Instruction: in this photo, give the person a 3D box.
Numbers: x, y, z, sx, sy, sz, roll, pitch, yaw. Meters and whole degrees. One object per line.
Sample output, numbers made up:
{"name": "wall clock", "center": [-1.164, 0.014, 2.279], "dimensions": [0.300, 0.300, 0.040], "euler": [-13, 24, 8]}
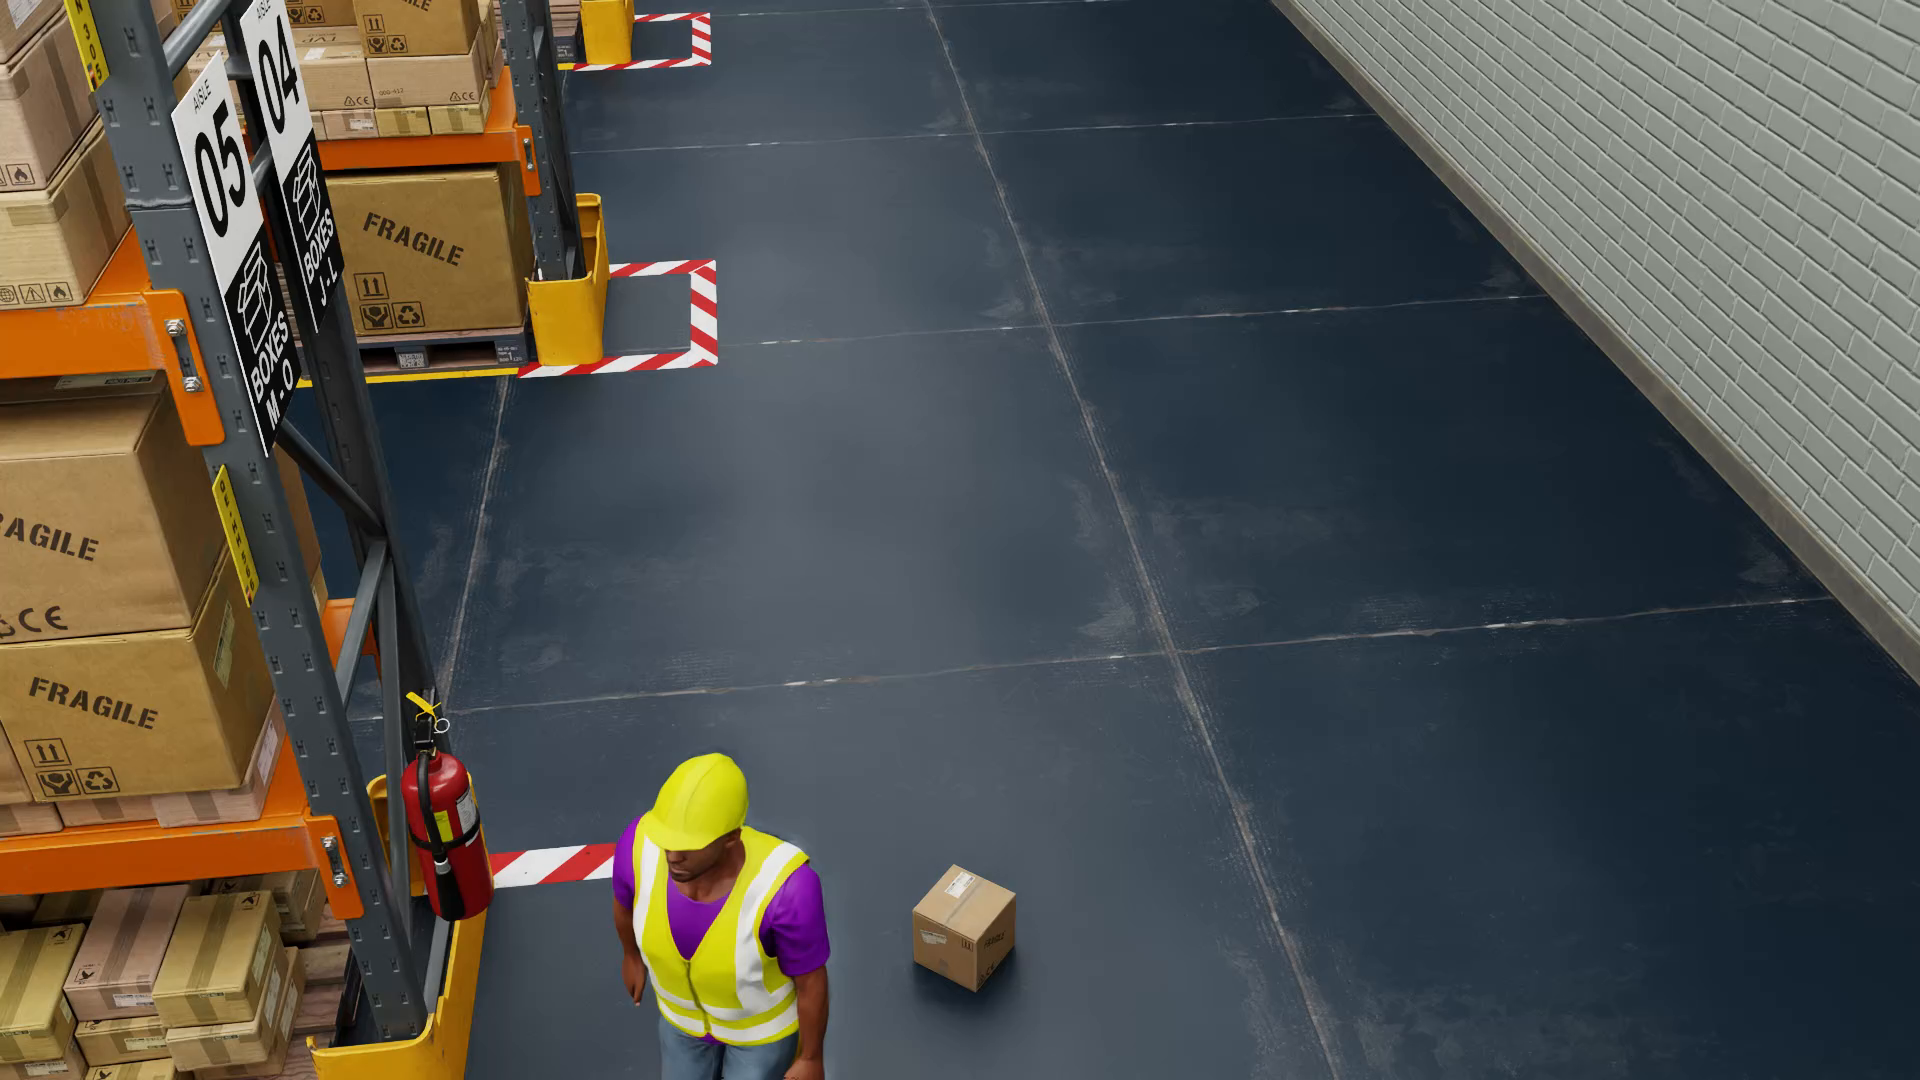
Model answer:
{"name": "person", "center": [-0.609, 1.188, 4.420], "dimensions": [0.662, 1.701, 0.687], "euler": [11, 36, 15]}
